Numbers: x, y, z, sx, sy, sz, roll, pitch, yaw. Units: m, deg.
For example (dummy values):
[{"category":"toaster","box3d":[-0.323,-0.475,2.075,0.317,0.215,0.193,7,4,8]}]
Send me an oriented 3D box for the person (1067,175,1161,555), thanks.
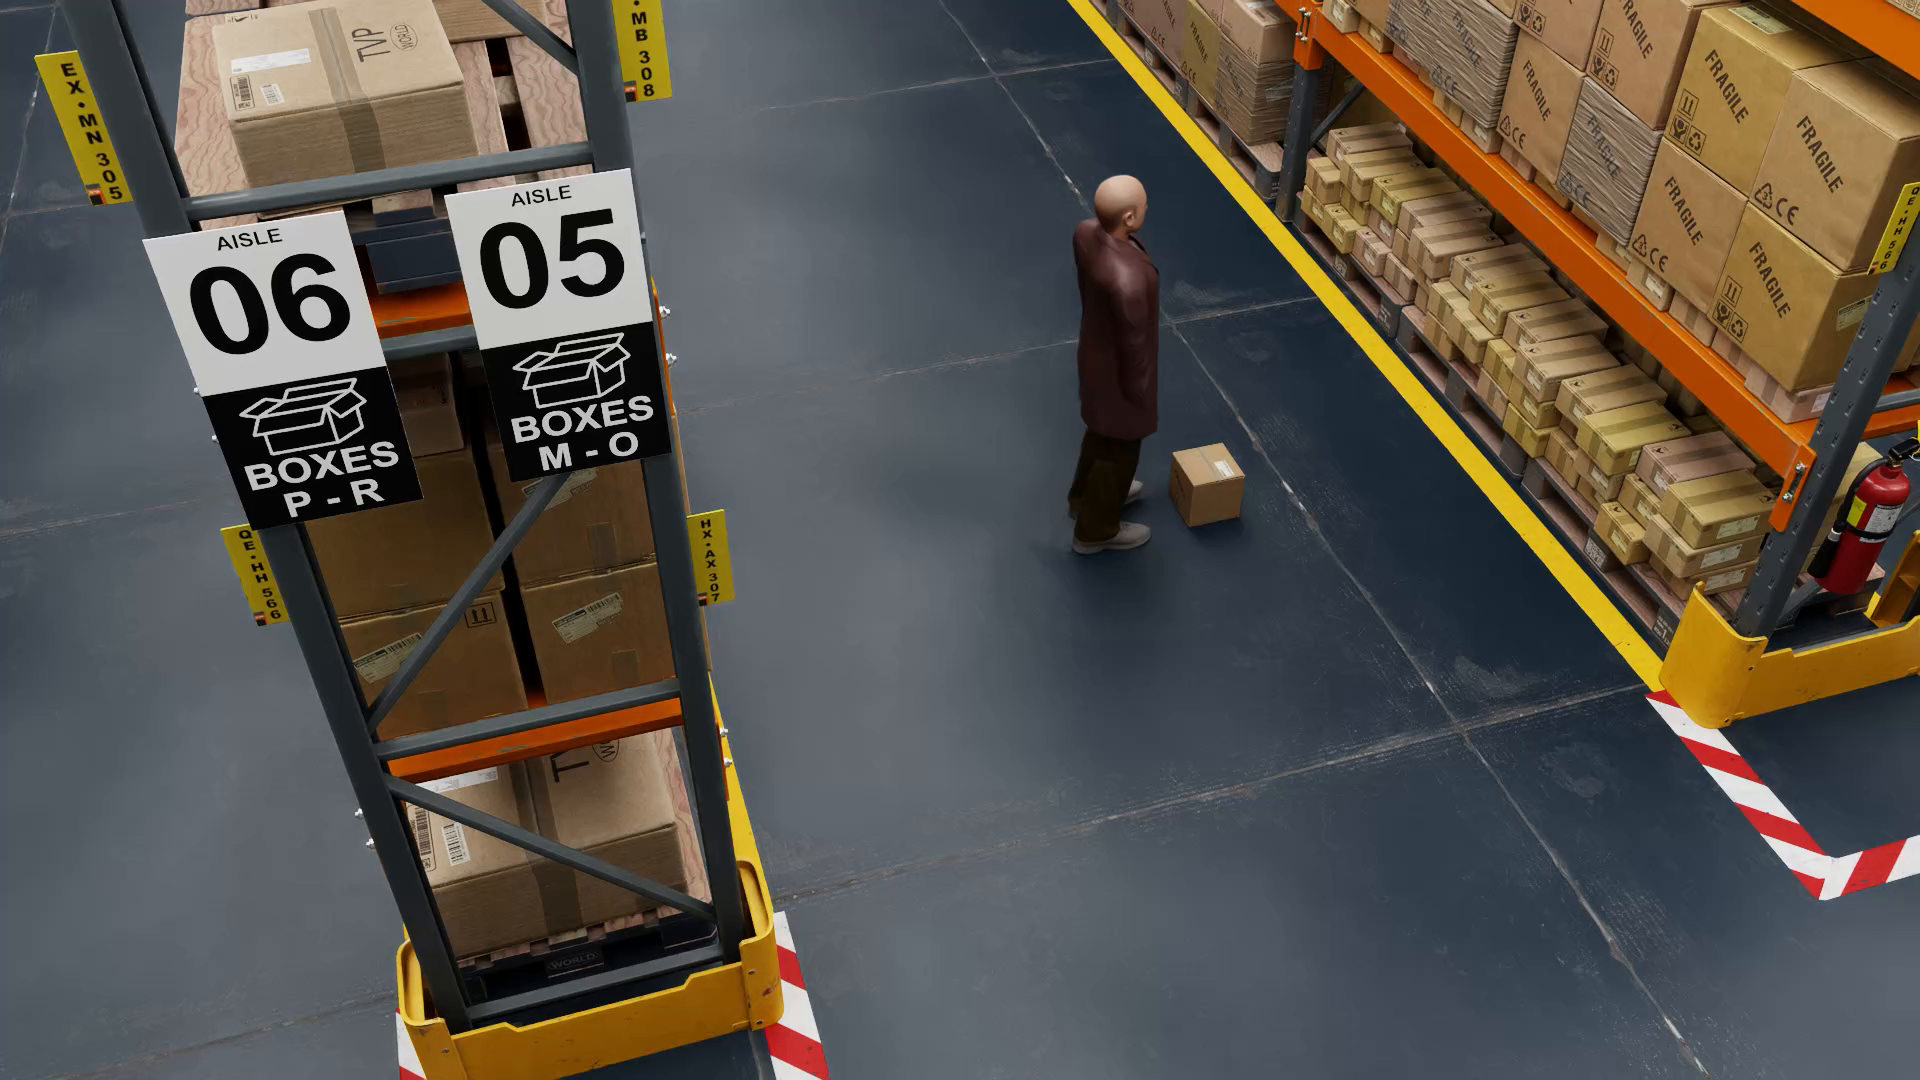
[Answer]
[{"category":"person","box3d":[0.669,-0.741,7.007,0.436,1.777,0.562,-11,43,-12]}]
